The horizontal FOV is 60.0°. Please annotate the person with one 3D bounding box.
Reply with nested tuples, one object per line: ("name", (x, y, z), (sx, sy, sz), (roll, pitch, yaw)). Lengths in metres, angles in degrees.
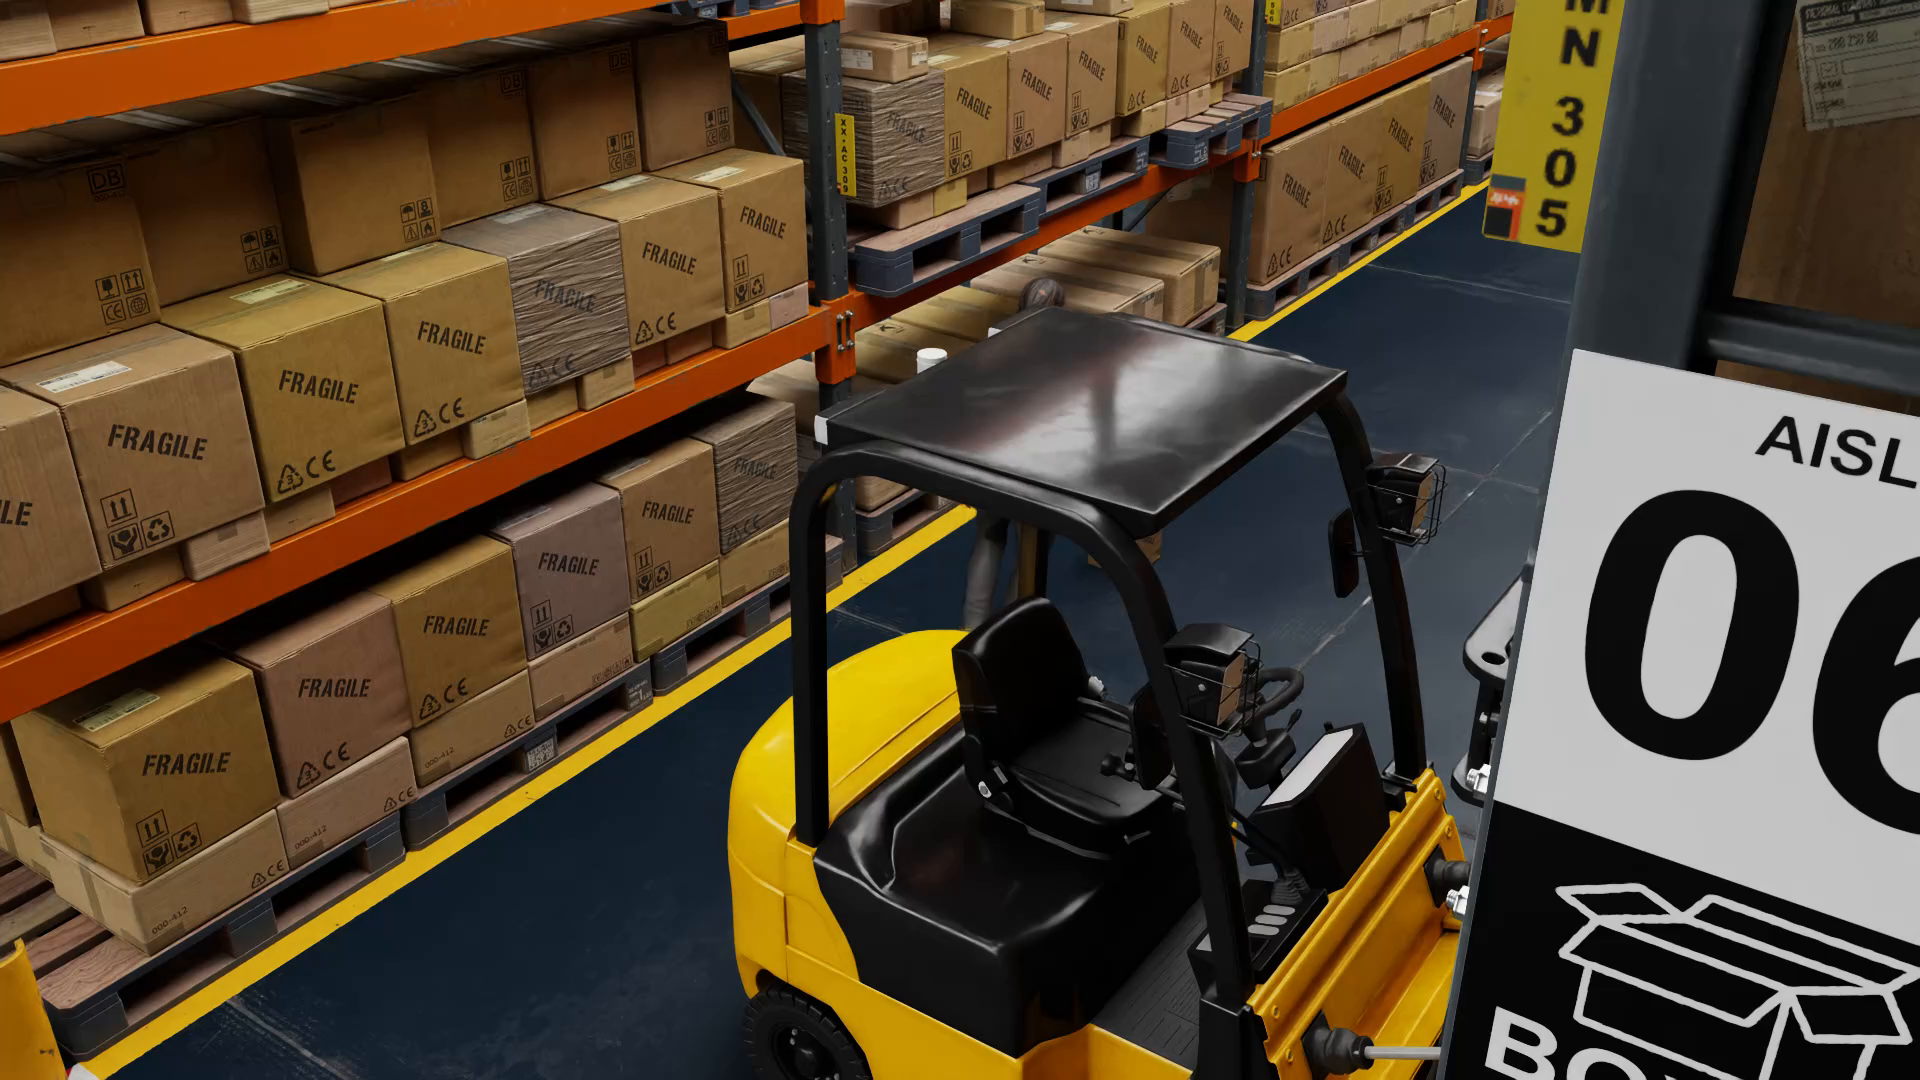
("person", (0.213, -0.218, 6.502), (0.500, 1.649, 0.436), (13, 30, 24))
